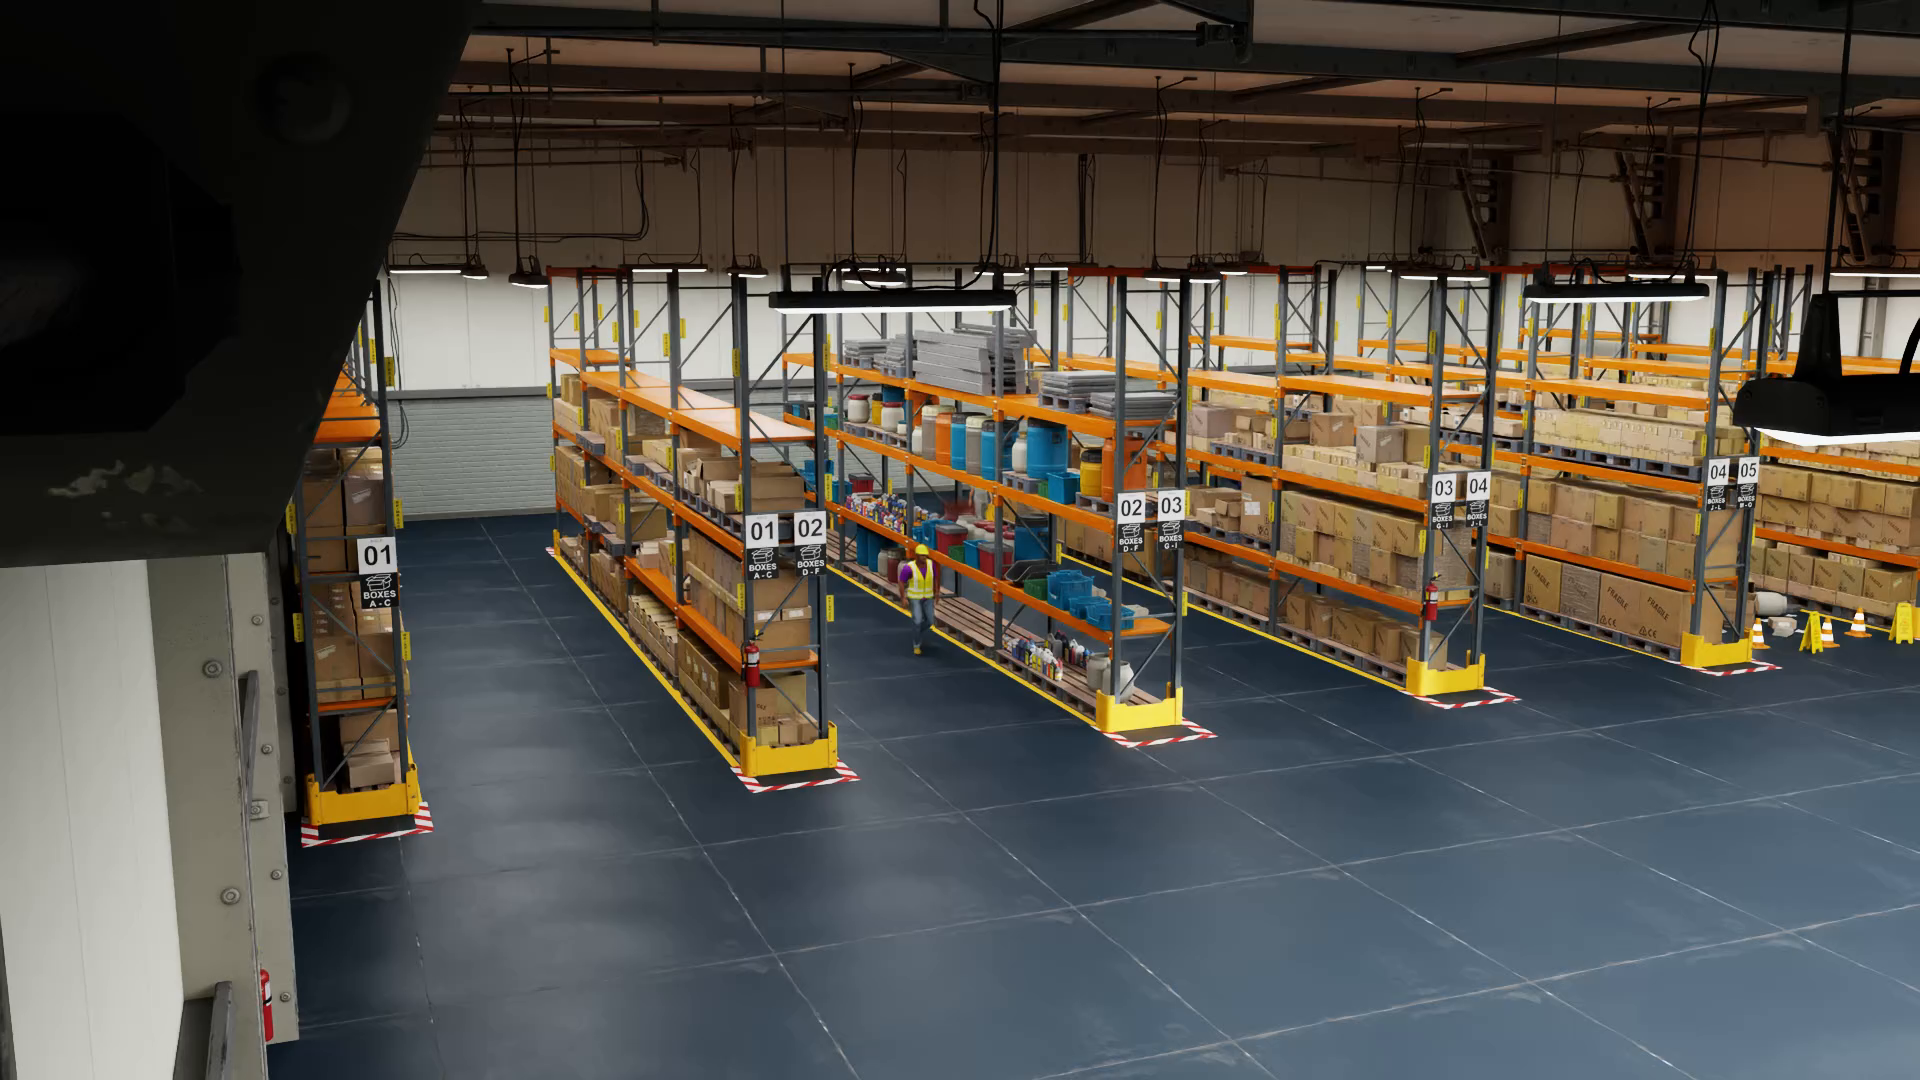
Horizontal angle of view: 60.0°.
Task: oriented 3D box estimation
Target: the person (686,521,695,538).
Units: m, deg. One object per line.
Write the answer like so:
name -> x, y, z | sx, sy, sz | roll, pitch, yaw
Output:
person -> -5.625, -0.486, 34.737 | 0.452, 1.581, 1.045 | -4, 11, -21

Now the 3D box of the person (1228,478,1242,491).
person -> 7.206, -1.933, 42.868 | 0.460, 1.640, 0.511 | -6, 12, -32

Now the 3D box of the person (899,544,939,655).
person -> -0.666, 0.913, 26.425 | 0.677, 1.747, 0.614 | -5, 11, -25

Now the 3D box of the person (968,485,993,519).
person -> 0.482, -0.827, 36.561 | 0.487, 1.602, 1.029 | -4, 11, -19
